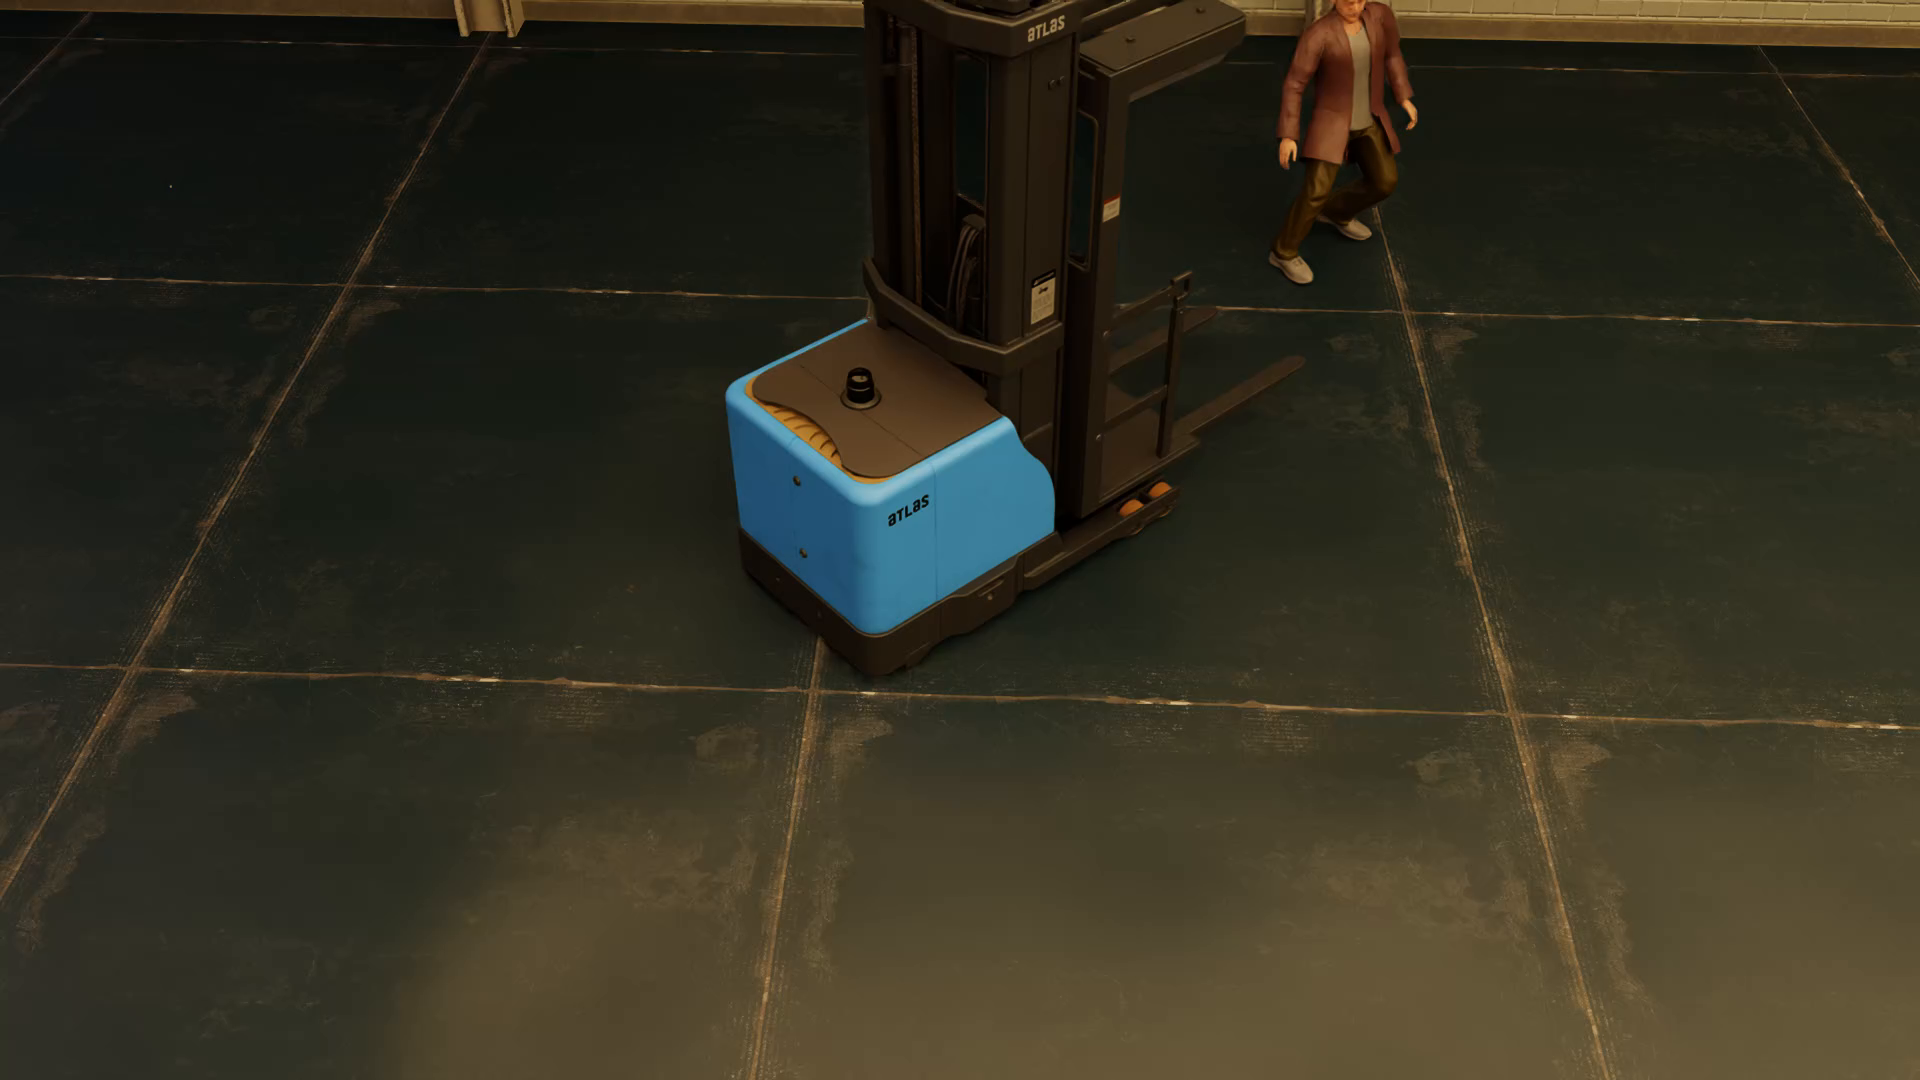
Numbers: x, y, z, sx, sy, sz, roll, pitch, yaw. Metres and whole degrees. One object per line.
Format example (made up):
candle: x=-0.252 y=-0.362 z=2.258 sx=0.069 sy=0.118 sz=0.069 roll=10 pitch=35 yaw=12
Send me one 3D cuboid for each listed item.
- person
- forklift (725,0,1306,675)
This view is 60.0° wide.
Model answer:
person: x=2.109 y=-2.282 z=9.178 sx=0.870 sy=1.671 sz=0.583 roll=-12 pitch=44 yaw=-13
forklift: x=0.430 y=-1.351 z=7.222 sx=3.031 sy=2.935 sz=1.130 roll=-30 pitch=50 yaw=-29
